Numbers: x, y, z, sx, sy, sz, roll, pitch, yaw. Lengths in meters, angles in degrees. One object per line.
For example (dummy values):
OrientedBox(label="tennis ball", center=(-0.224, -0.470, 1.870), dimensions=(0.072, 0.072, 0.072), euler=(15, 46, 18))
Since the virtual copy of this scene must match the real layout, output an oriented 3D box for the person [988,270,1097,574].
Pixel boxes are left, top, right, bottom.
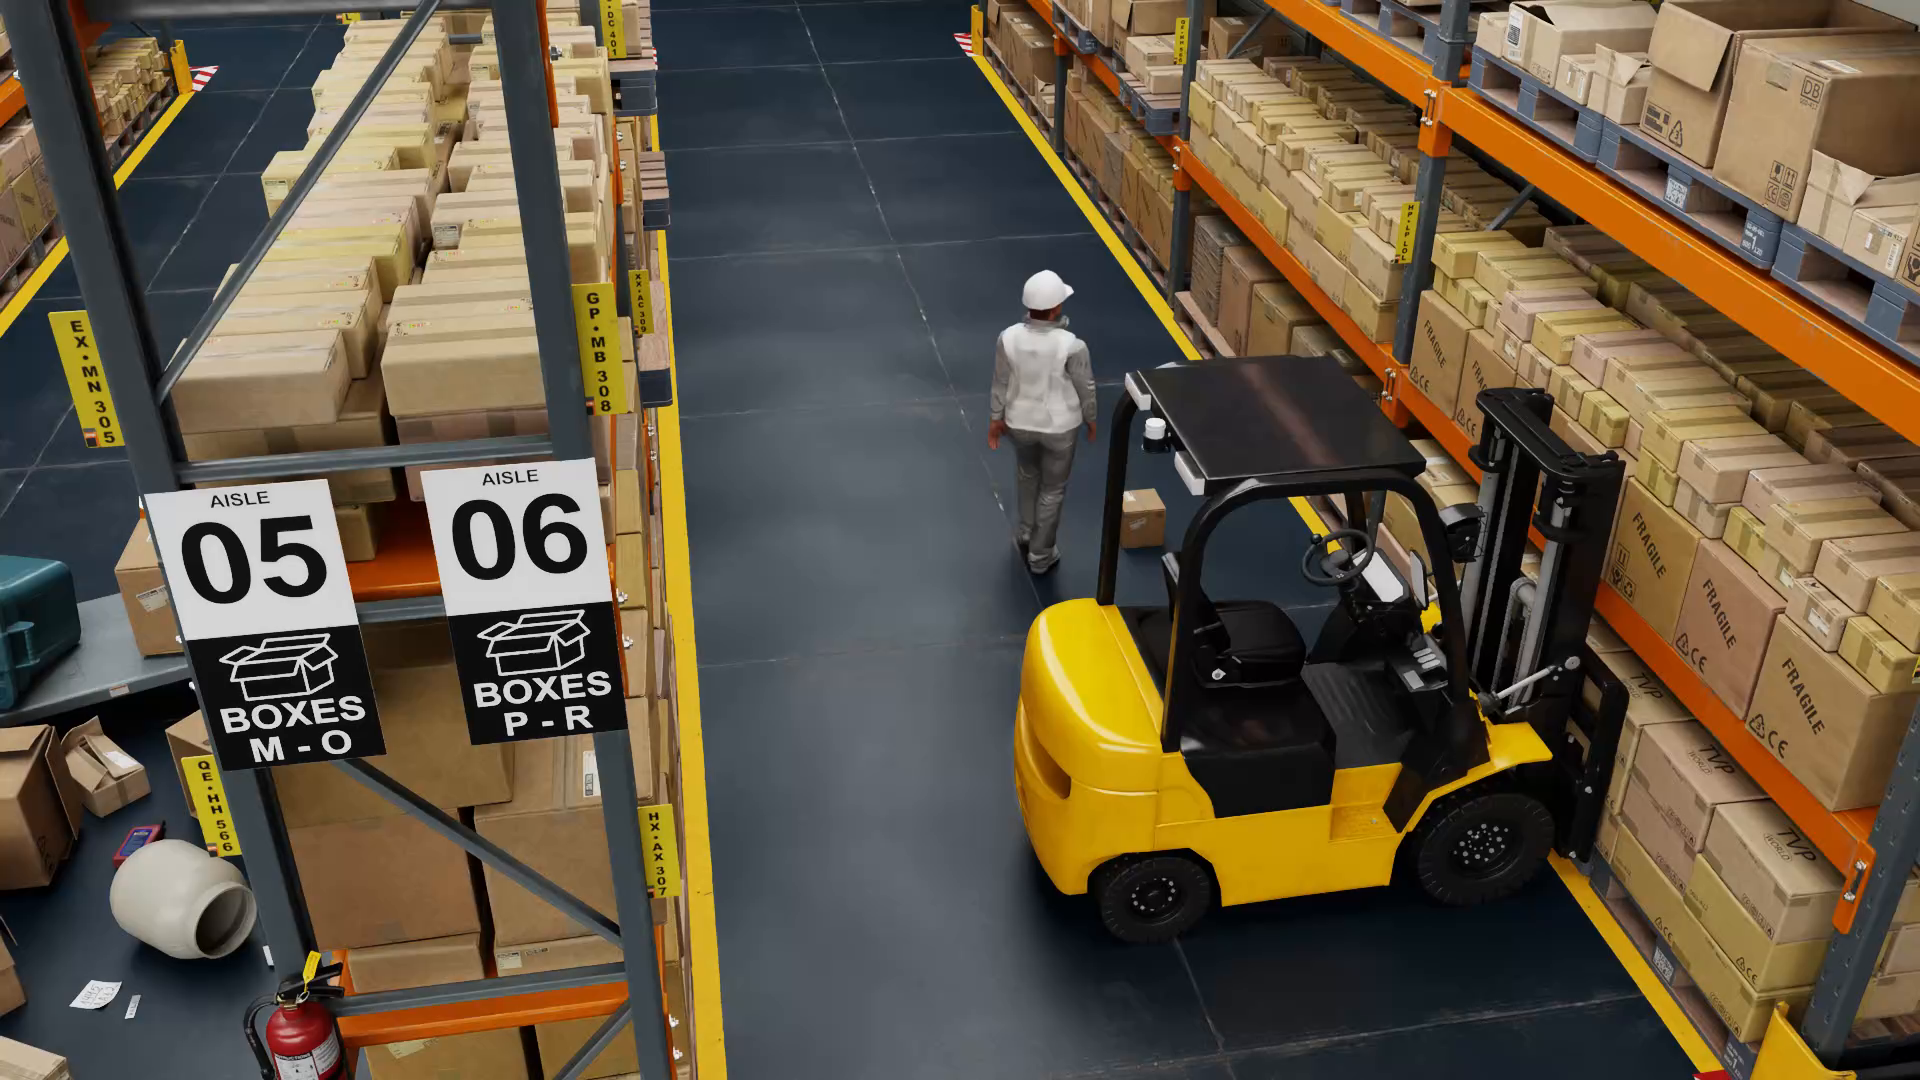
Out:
OrientedBox(label="person", center=(0.480, -0.647, 9.249), dimensions=(0.583, 1.839, 0.533), euler=(12, 33, 20))
